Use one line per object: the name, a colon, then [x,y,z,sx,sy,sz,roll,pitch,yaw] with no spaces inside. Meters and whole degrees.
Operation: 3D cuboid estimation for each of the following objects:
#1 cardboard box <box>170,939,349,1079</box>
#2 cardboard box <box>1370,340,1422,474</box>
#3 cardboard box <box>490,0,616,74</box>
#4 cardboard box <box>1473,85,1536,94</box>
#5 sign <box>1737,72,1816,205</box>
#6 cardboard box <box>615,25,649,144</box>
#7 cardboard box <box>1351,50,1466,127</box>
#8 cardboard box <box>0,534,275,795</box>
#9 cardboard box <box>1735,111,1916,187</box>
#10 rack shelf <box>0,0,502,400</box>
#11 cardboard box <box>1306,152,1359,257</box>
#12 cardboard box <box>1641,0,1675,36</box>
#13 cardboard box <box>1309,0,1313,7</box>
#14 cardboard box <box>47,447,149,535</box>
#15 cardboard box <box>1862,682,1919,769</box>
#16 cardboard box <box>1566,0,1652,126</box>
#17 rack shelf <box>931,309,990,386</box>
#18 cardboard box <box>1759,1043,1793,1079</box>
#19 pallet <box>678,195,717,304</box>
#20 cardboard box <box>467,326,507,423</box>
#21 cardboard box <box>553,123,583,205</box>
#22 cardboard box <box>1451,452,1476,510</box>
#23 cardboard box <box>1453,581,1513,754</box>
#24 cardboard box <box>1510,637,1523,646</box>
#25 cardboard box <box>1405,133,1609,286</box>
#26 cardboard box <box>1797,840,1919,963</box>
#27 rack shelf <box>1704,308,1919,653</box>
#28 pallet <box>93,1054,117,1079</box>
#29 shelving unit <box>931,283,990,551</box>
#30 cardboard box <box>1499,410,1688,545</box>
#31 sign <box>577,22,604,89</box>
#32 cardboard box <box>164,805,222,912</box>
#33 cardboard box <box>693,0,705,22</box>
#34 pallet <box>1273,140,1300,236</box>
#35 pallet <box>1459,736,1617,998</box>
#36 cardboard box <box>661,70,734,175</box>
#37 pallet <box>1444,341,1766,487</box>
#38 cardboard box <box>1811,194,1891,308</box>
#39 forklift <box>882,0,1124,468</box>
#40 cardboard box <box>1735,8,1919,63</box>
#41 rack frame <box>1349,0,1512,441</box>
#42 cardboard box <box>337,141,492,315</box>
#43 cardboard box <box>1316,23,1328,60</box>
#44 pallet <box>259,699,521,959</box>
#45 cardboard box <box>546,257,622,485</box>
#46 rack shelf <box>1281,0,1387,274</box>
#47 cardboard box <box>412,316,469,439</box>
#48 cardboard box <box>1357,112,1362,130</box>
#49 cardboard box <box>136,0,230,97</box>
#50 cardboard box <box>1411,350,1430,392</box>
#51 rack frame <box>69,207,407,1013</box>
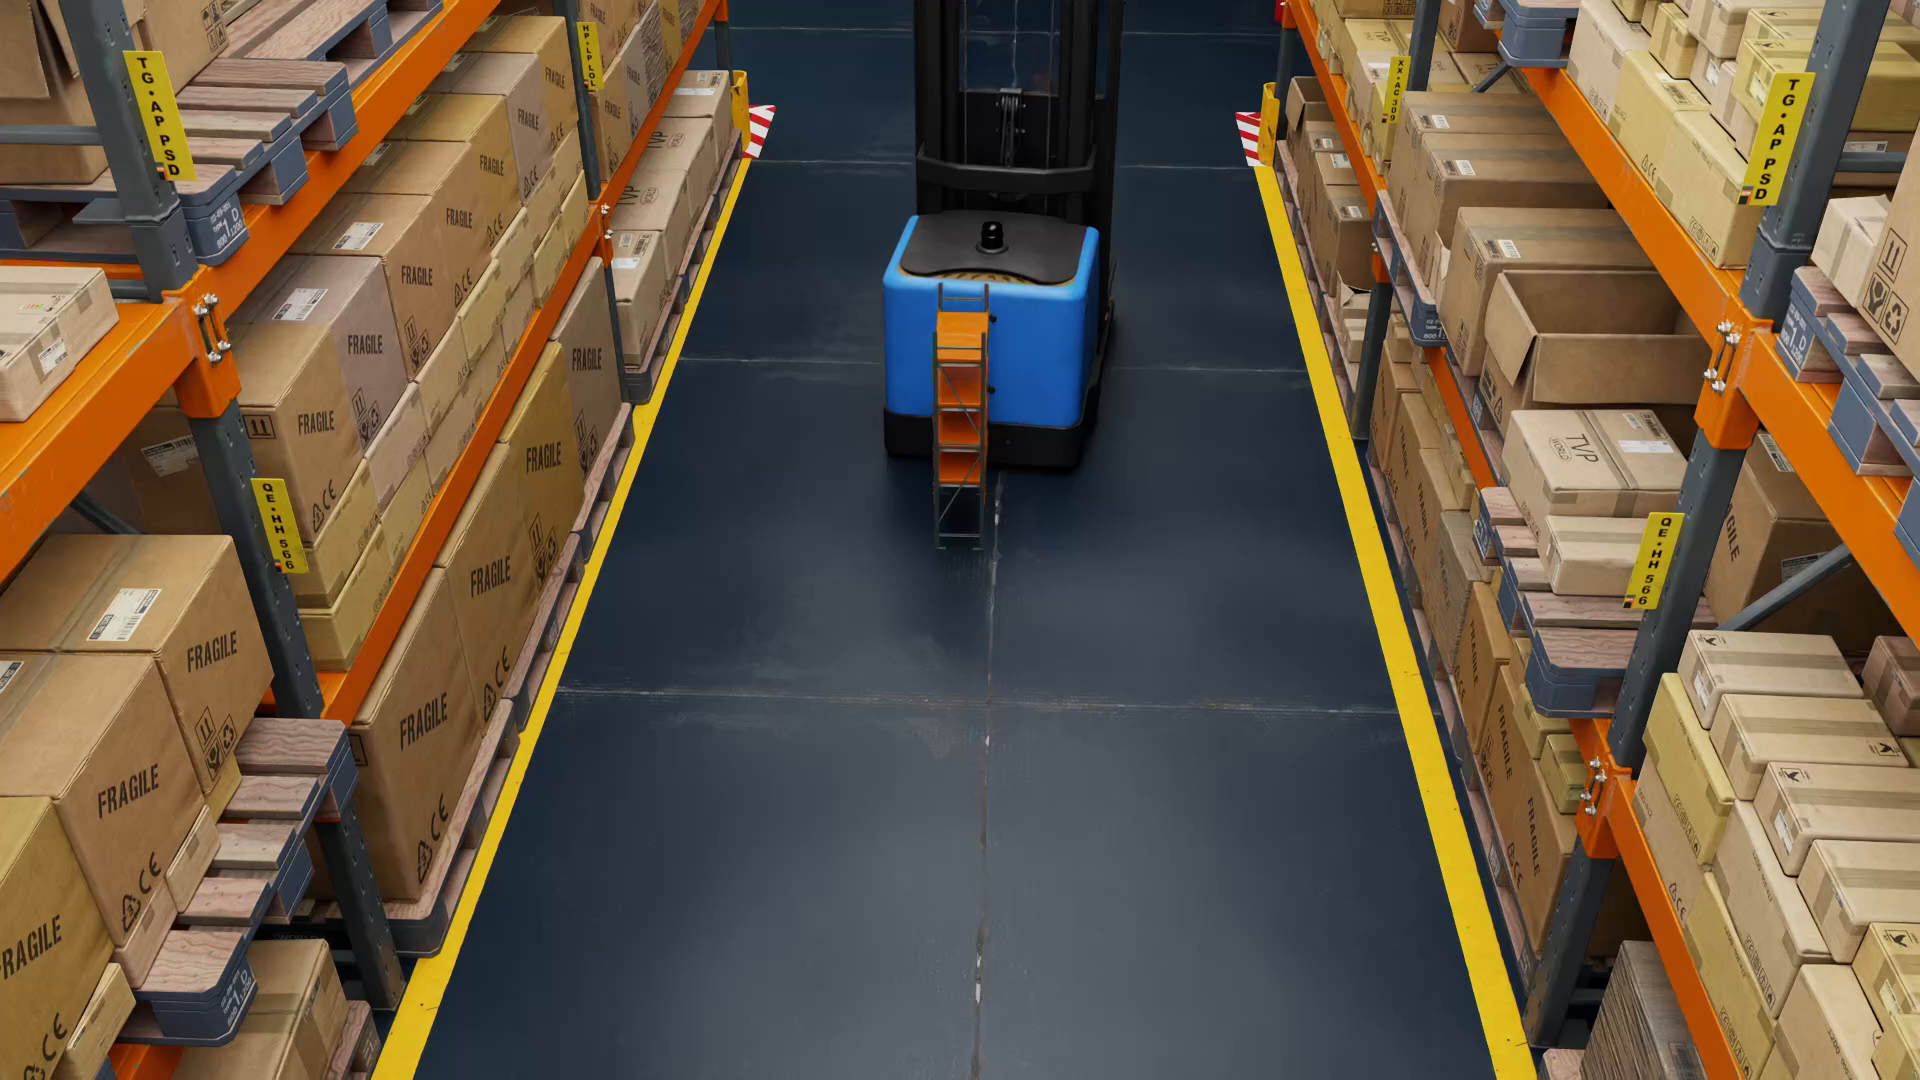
cardboard box: [-2.522,1.624,5.250,0.950,0.372,0.625,-1,35,-1]
cardboard box: [2.387,-0.665,8.397,0.500,0.500,0.500,3,35,4]
cardboard box: [-2.068,-2.620,8.412,0.500,0.500,0.500,2,35,2]
cardboard box: [2.921,-2.128,8.541,0.500,0.250,0.500,1,35,1]
sign: [1.928,-0.943,3.925,0.100,0.325,0.005,1,35,2]
cardboard box: [-2.024,-2.495,9.104,0.500,0.500,0.500,2,35,2]
cardboard box: [2.413,-2.436,8.979,0.500,0.250,0.500,1,35,2]
cardboard box: [-2.230,0.330,4.461,0.500,0.500,0.500,0,35,1]
cardboard box: [2.244,-1.029,4.281,0.380,0.149,0.250,2,35,3]
rack shelf: [-2.409,-1.685,6.056,1.077,0.370,4.000,1,35,2]
cardboard box: [2.478,-2.095,10.432,0.500,0.500,0.500,2,35,3]
cardboard box: [2.336,-1.614,5.113,0.380,0.149,0.250,2,35,2]
cardboard box: [2.484,-3.603,10.640,0.500,0.250,0.500,2,35,2]
cardboard box: [-2.730,-0.357,5.192,0.500,0.500,0.500,0,35,1]
cardboard box: [2.730,0.630,4.440,0.500,0.250,0.500,2,35,3]
cardboard box: [2.288,-1.534,5.345,0.500,0.250,0.500,1,35,2]
rack shelf: [0.007,-0.908,7.814,0.258,0.148,0.480,1,35,2]
cardboard box: [2.169,1.405,3.773,0.500,0.250,0.500,0,35,0]
pallet: [-2.174,-1.898,10.768,1.003,0.211,1.213,1,35,2]
cardboard box: [-2.172,-0.698,6.765,0.500,0.250,0.500,1,35,2]
cardboard box: [-2.104,-1.786,7.878,0.500,0.250,0.500,1,35,2]
cardboard box: [2.361,-0.252,7.244,0.380,0.149,0.250,3,35,4]
cardboard box: [2.321,0.524,6.704,0.500,0.500,0.500,3,35,4]
cardboard box: [2.328,0.347,6.393,0.380,0.149,0.250,2,35,3]
cardboard box: [2.367,-1.431,7.226,0.700,0.500,0.500,2,35,2]
cardboard box: [2.171,0.831,3.807,0.380,0.149,0.250,2,35,2]
rack shelf: [2.390,0.725,2.626,1.077,0.370,4.000,1,35,2]
pallet: [-2.528,1.613,3.513,1.003,0.211,1.213,1,35,2]
shelving unit: [0.007,-0.586,8.040,0.258,1.200,0.503,1,35,2]
cardboard box: [2.189,-0.215,5.712,0.500,0.250,0.500,0,35,0]
sign: [-1.786,-2.336,8.027,0.100,0.325,0.005,1,35,2]
cardboard box: [-2.172,0.823,4.324,0.380,0.149,0.250,1,35,1]
cardboard box: [-1.958,-3.669,10.775,0.500,0.500,0.500,1,35,1]
pallet: [2.757,-2.444,11.545,1.003,0.211,1.213,1,35,2]
pallet: [2.538,1.222,6.328,1.003,0.211,1.213,1,35,2]
cardboard box: [-2.095,-2.942,11.690,0.875,0.438,0.875,0,35,0]
pallet: [2.544,-0.530,6.562,1.003,0.211,1.213,1,35,2]
cardboard box: [2.153,-0.642,3.697,0.380,0.166,0.250,1,35,2]
forklift: [0.340,-2.415,9.137,1.130,2.935,3.031,5,35,7]
cardboard box: [2.305,-1.295,4.400,0.380,0.149,0.250,0,35,0]
rack frame: [2.631,-1.789,8.187,1.000,3.000,0.127,1,35,2]
cardboard box: [-2.155,-1.203,6.397,0.500,0.500,0.500,2,35,3]
cardboard box: [2.403,-3.063,10.218,0.380,0.149,0.250,0,35,1]
pallet: [-2.383,1.086,6.521,1.003,0.211,1.213,1,35,2]
cardboard box: [-2.274,-0.846,8.328,0.875,0.875,0.875,2,35,3]
rack shelf: [2.711,-2.644,10.029,1.077,0.370,4.000,1,35,2]
cardboard box: [-2.168,-0.615,6.212,0.500,0.250,0.500,1,35,2]
cardboard box: [2.404,-2.325,9.168,0.380,0.149,0.250,2,35,3]
cardboard box: [-2.640,-1.617,4.881,0.700,0.500,0.500,0,35,0]
cardboard box: [2.417,-0.843,8.085,0.380,0.149,0.250,0,35,1]
rack frame: [-2.490,0.397,5.077,1.000,3.000,0.127,1,35,2]
